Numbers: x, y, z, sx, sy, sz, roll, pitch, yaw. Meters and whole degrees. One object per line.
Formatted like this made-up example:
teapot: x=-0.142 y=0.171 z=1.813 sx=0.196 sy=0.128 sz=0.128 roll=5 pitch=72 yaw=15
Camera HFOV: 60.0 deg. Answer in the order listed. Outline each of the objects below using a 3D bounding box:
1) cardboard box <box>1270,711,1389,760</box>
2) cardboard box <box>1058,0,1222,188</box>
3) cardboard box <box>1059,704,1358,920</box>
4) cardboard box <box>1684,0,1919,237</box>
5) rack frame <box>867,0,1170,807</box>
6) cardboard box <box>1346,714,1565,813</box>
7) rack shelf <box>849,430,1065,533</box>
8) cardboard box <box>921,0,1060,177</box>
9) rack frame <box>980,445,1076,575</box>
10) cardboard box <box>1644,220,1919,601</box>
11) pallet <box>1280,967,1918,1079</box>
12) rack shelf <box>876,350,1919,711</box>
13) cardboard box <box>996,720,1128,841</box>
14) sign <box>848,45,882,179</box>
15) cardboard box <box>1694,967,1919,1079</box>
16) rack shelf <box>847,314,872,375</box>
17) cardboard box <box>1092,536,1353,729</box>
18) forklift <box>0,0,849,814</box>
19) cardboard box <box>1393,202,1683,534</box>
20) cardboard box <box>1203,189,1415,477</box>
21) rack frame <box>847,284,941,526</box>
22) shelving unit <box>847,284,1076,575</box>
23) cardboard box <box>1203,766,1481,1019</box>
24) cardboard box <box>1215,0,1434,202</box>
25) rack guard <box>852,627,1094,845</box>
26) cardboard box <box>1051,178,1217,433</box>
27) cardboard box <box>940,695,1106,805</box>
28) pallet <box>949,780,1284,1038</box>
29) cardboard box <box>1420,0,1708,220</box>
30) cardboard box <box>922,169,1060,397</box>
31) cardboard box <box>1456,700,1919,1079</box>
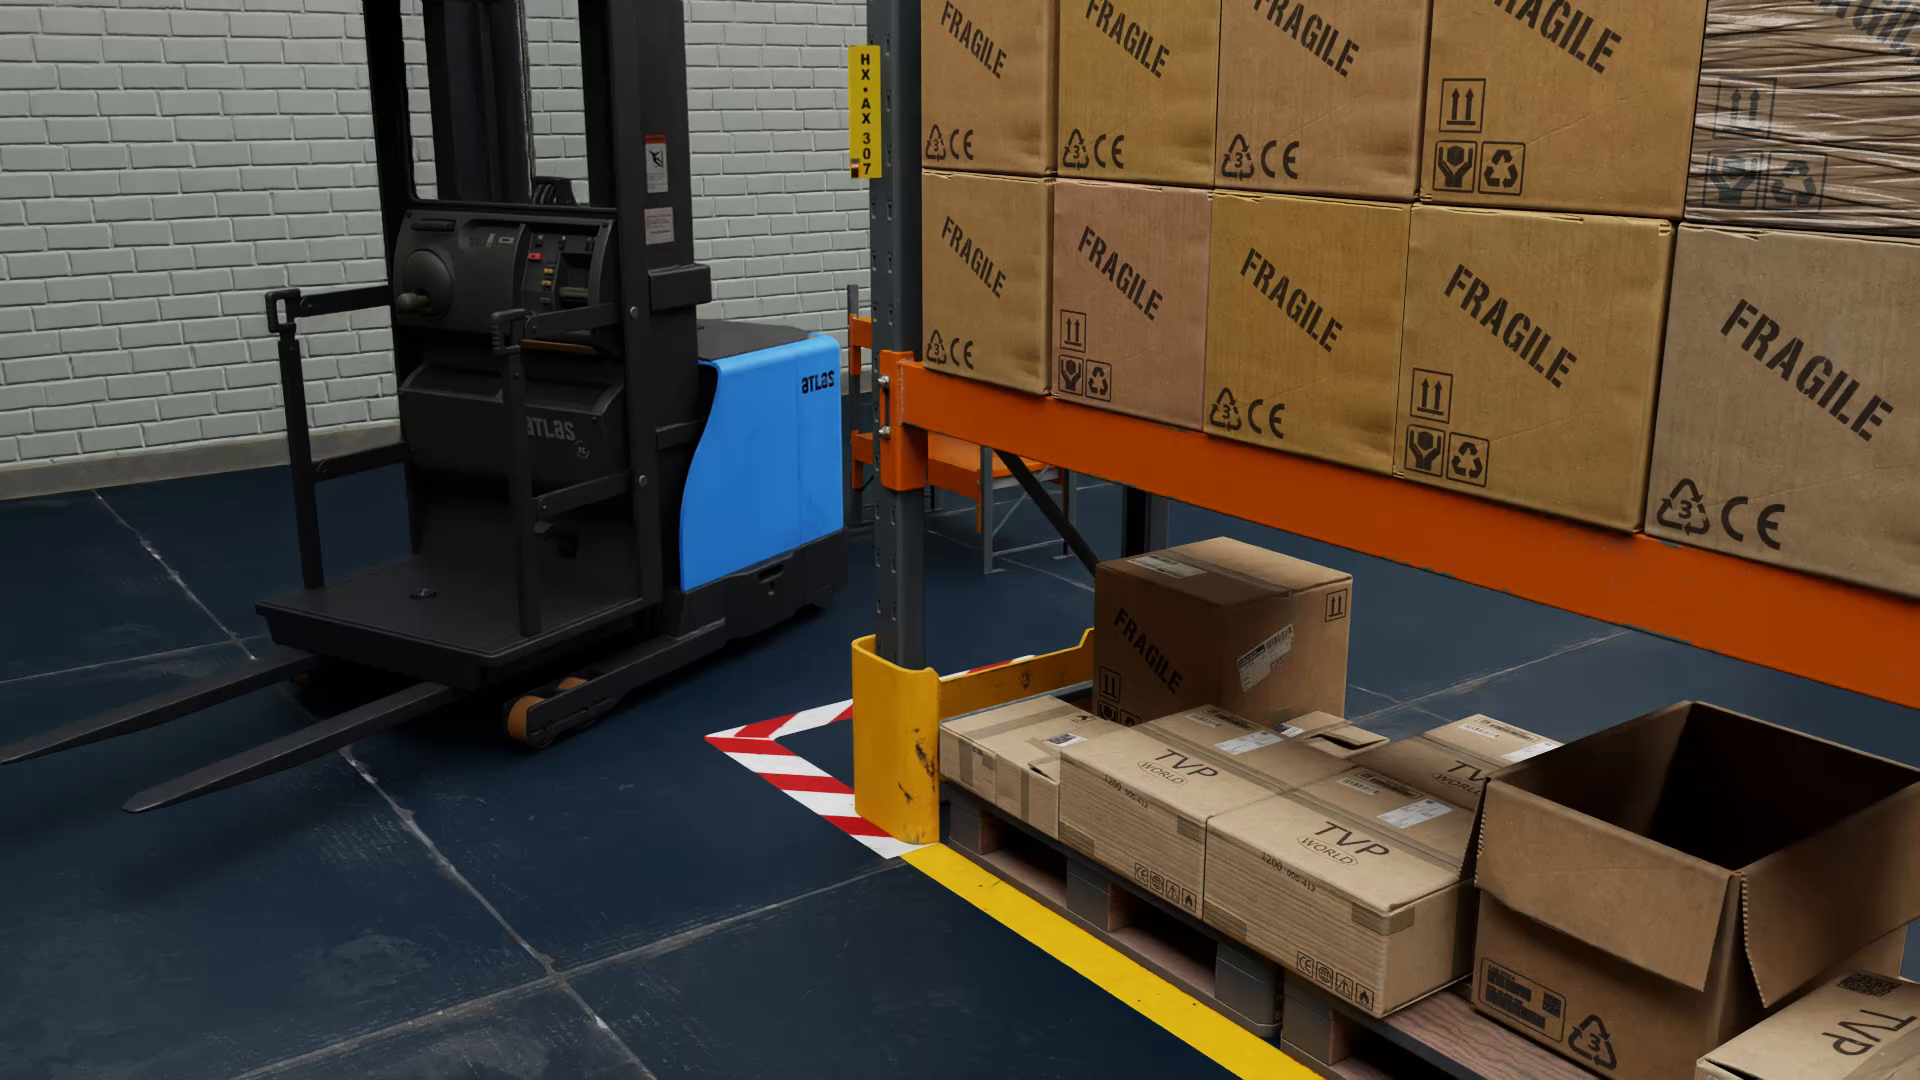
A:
cardboard box: x=0.886 y=0.582 z=4.303 sx=0.380 sy=0.166 sz=0.250 roll=-11 pitch=19 yaw=-35
cardboard box: x=0.562 y=-1.035 z=3.594 sx=0.500 sy=0.500 sz=0.500 roll=-11 pitch=19 yaw=-34
cardboard box: x=0.585 y=0.630 z=3.968 sx=0.500 sy=0.250 sz=0.500 roll=-11 pitch=19 yaw=-35
cardboard box: x=1.447 y=-0.712 z=2.411 sx=0.500 sy=0.500 sz=0.500 roll=-11 pitch=19 yaw=-34
rack frame: x=0.201 y=-0.751 z=4.638 sx=1.000 sy=3.000 sz=0.127 roll=-11 pitch=19 yaw=-35
cardboard box: x=1.255 y=0.648 z=3.900 sx=0.500 sy=0.250 sz=0.500 roll=-11 pitch=19 yaw=-35
rack shelf: x=-0.004 y=-0.308 z=7.497 sx=0.538 sy=0.278 sz=1.000 roll=-11 pitch=19 yaw=-35
cardboard box: x=0.249 y=-1.146 z=3.997 sx=0.500 sy=0.500 sz=0.500 roll=-10 pitch=18 yaw=-33
rack frame: x=0.295 y=-0.435 z=7.036 sx=0.500 sy=1.125 sz=0.032 roll=-11 pitch=19 yaw=-35
cardboard box: x=1.444 y=-0.231 z=2.550 sx=0.500 sy=0.500 sz=0.500 roll=-10 pitch=18 yaw=-33
pallet: x=1.429 y=1.041 z=3.374 sx=1.003 sy=0.211 sz=1.213 roll=-11 pitch=19 yaw=-35
rack shelf: x=1.377 y=0.023 z=3.173 sx=1.077 sy=0.370 sz=4.000 roll=-11 pitch=19 yaw=-35
cardboard box: x=0.316 y=0.599 z=4.237 sx=0.380 sy=0.166 sz=0.250 roll=-11 pitch=19 yaw=-35
sign: x=-0.238 y=-1.084 z=4.216 sx=0.100 sy=0.325 sz=0.005 roll=-11 pitch=19 yaw=-35
cardboard box: x=1.548 y=0.950 z=2.683 sx=0.500 sy=0.311 sz=0.500 roll=-11 pitch=19 yaw=-35
rack shelf: x=-0.004 y=-0.826 z=7.356 sx=0.538 sy=0.278 sz=1.000 roll=-11 pitch=19 yaw=-35
cardboard box: x=0.720 y=0.320 z=4.626 sx=0.500 sy=0.500 sz=0.500 roll=-11 pitch=19 yaw=-35
forklift: x=-1.621 y=-0.899 z=5.308 sx=1.130 sy=2.935 sz=3.031 roll=9 pitch=18 yaw=29
cardboard box: x=1.142 y=-0.340 z=2.946 sx=0.500 sy=0.500 sz=0.500 roll=-11 pitch=19 yaw=-34
cardboard box: x=0.849 y=-0.447 z=3.336 sx=0.500 sy=0.500 sz=0.500 roll=-11 pitch=19 yaw=-35
rack frame: x=-0.303 y=-0.653 z=7.829 sx=0.500 sy=1.125 sz=0.032 roll=-11 pitch=19 yaw=-35
shelving unit: x=-0.004 y=-0.544 z=7.433 sx=0.538 sy=1.125 sz=1.048 roll=-11 pitch=19 yaw=-35
cardboard box: x=0.879 y=0.737 z=3.578 sx=0.500 sy=0.250 sz=0.500 roll=-11 pitch=19 yaw=-35
cardboard box: x=0.853 y=-0.928 z=3.201 sx=0.500 sy=0.500 sz=0.500 roll=-11 pitch=19 yaw=-34
rack guard: x=0.246 y=0.471 z=4.909 sx=1.175 sy=0.500 sz=0.348 roll=-11 pitch=19 yaw=-35
cardboard box: x=0.557 y=-0.554 z=3.730 sx=0.500 sy=0.500 sz=0.500 roll=-11 pitch=19 yaw=-35
cardboard box: x=0.169 y=0.555 z=4.435 sx=0.380 sy=0.149 sz=0.250 roll=-11 pitch=19 yaw=-35
pallet: x=0.715 y=0.780 z=4.326 sx=1.003 sy=0.211 sz=1.213 roll=-11 pitch=19 yaw=-35
cardboard box: x=1.152 y=-0.819 z=2.805 sx=0.500 sy=0.500 sz=0.500 roll=-11 pitch=19 yaw=-35
cardboard box: x=0.249 y=-0.664 z=4.129 sx=0.500 sy=0.500 sz=0.500 roll=-10 pitch=18 yaw=-33
cardboard box: x=1.444 y=0.695 z=3.252 sx=0.797 sy=0.503 sz=0.637 roll=-11 pitch=19 yaw=-35
